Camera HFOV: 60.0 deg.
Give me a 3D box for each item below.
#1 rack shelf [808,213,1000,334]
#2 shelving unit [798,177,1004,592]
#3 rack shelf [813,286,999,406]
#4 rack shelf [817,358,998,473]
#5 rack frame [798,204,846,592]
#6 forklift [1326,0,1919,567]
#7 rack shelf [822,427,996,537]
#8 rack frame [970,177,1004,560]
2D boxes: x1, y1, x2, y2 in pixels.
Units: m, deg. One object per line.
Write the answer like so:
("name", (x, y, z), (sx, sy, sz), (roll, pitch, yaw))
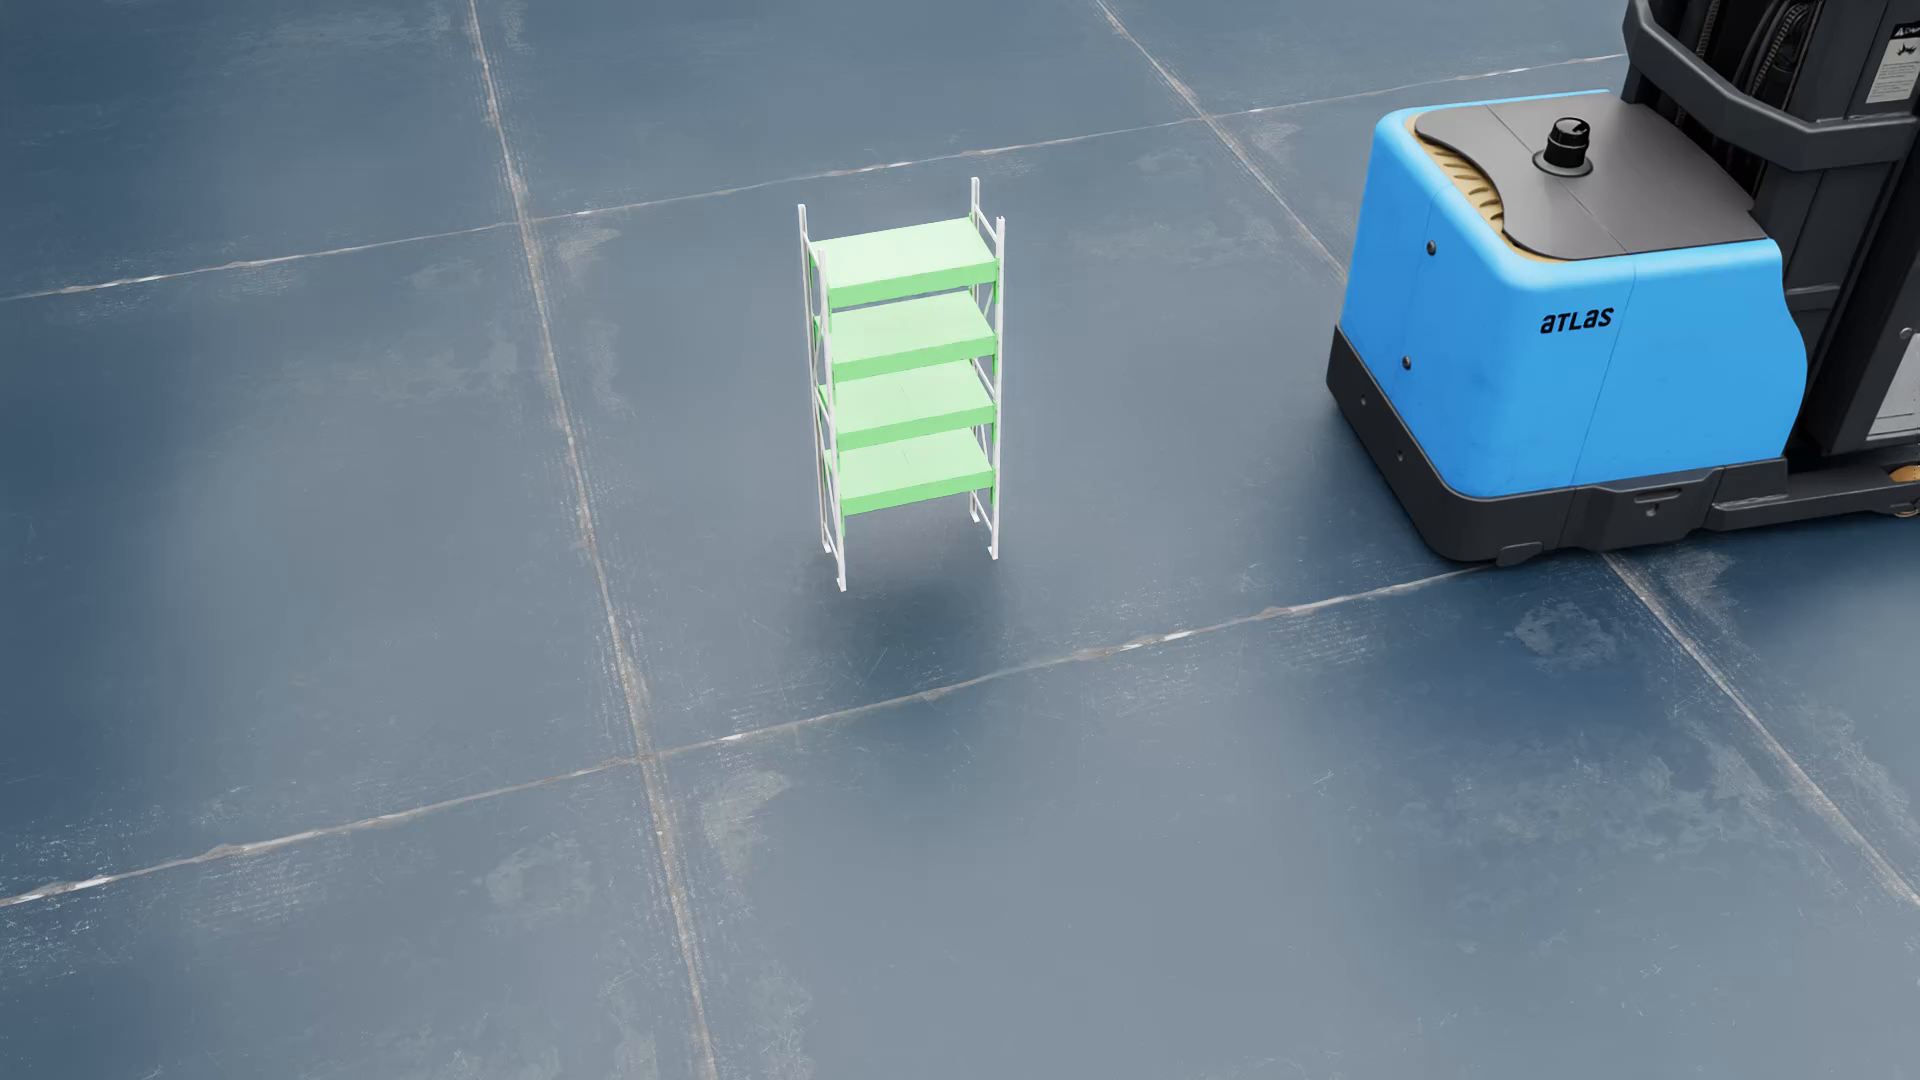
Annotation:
("rack shelf", (-0.158, -0.733, 4.544), (0.480, 0.148, 0.258), (-12, 42, -13))
("shelving unit", (-0.158, -0.419, 4.818), (0.503, 1.200, 0.258), (-12, 42, -13))
("rack shelf", (-0.158, -0.552, 4.702), (0.480, 0.148, 0.258), (-12, 42, -13))
("rack shelf", (-0.158, -0.371, 4.860), (0.480, 0.148, 0.258), (-12, 42, -13))
("rack frame", (-0.391, -0.371, 4.763), (0.015, 1.200, 0.240), (-12, 42, -13))
("forklift", (2.839, -1.511, 4.752), (3.031, 2.935, 1.130), (-8, 42, -9))
("rack shelf", (-0.158, -0.190, 5.018), (0.480, 0.148, 0.258), (-12, 42, -13))
("rack frame", (0.075, -0.467, 4.873), (0.015, 1.200, 0.240), (-12, 42, -13))
